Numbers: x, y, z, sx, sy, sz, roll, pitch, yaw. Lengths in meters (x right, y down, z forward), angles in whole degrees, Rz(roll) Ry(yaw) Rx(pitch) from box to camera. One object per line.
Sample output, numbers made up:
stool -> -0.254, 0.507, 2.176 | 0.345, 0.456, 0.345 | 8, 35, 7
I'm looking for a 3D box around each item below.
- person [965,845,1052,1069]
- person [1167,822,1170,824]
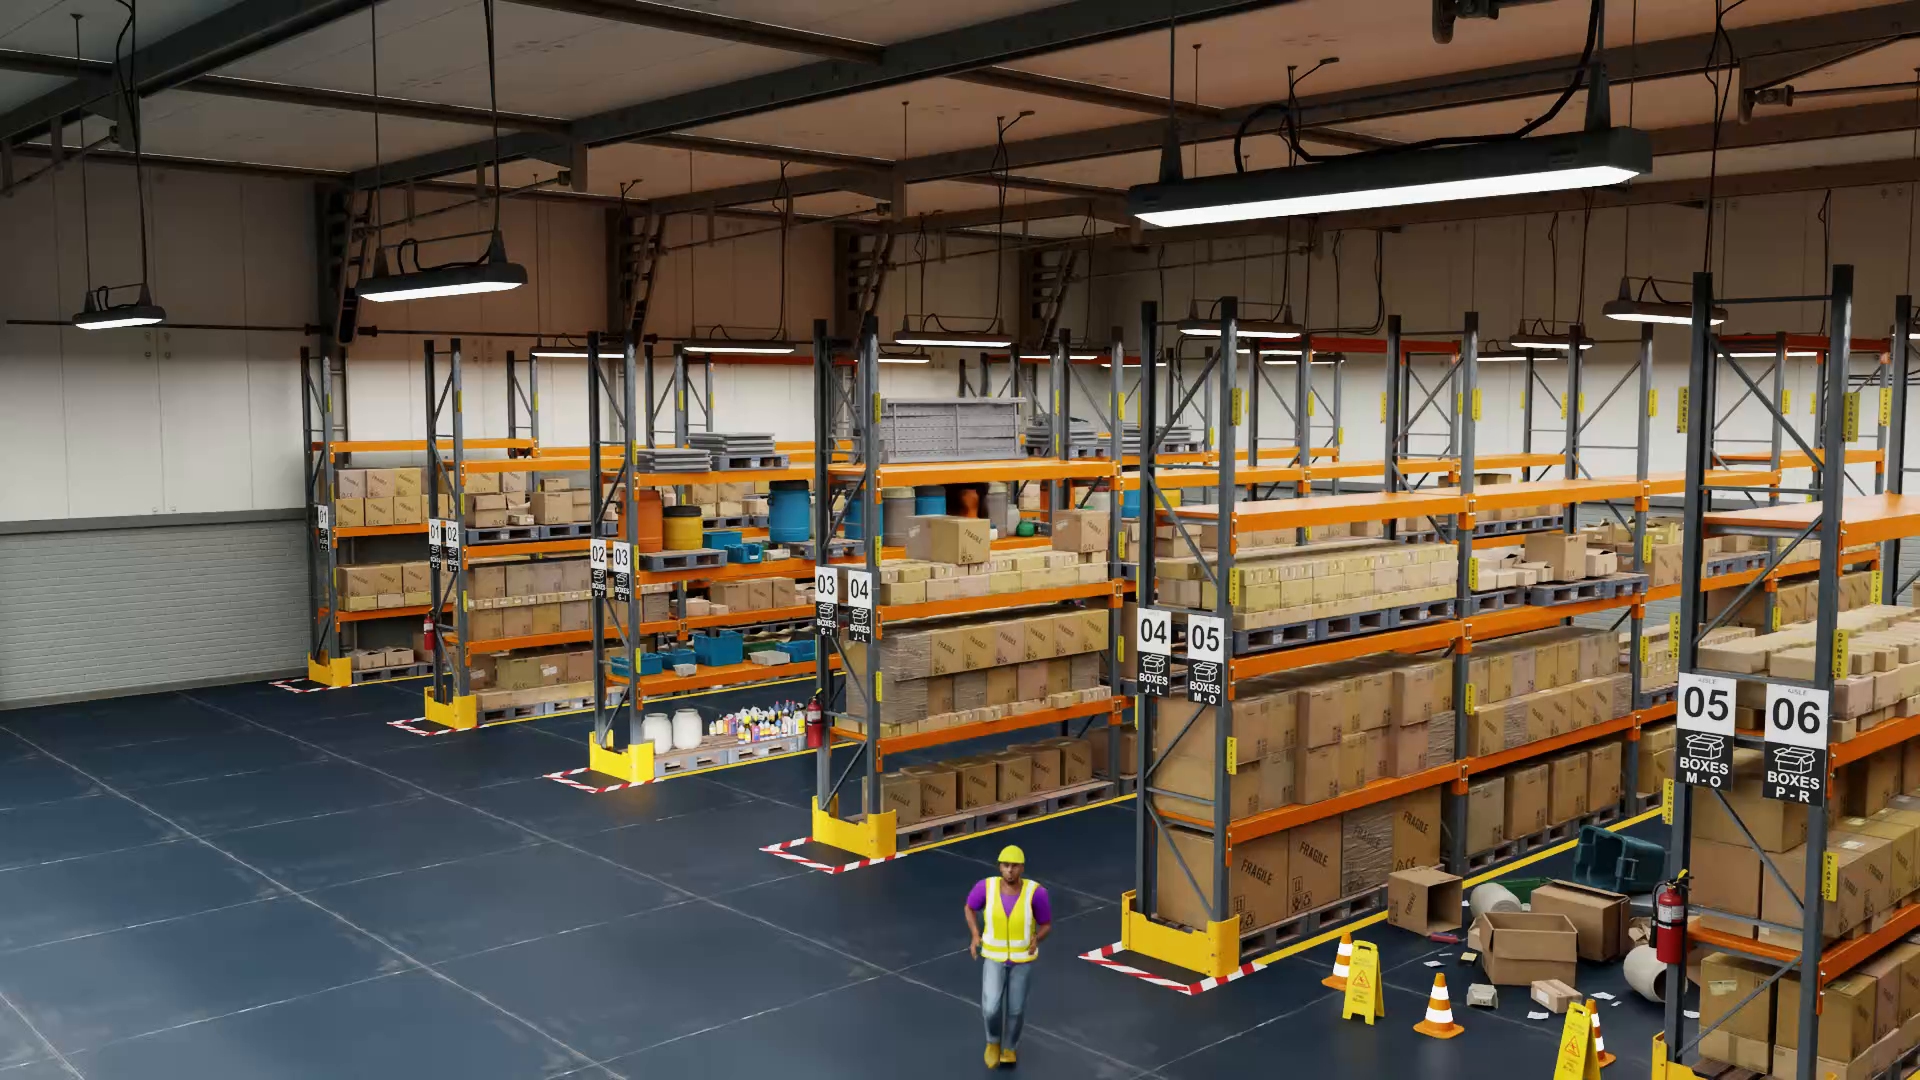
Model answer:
person -> 0.363, 3.184, 12.626 | 0.674, 1.741, 0.655 | 0, 5, 2
person -> 2.485, 2.730, 17.959 | 0.667, 1.699, 0.915 | 5, 7, 45
